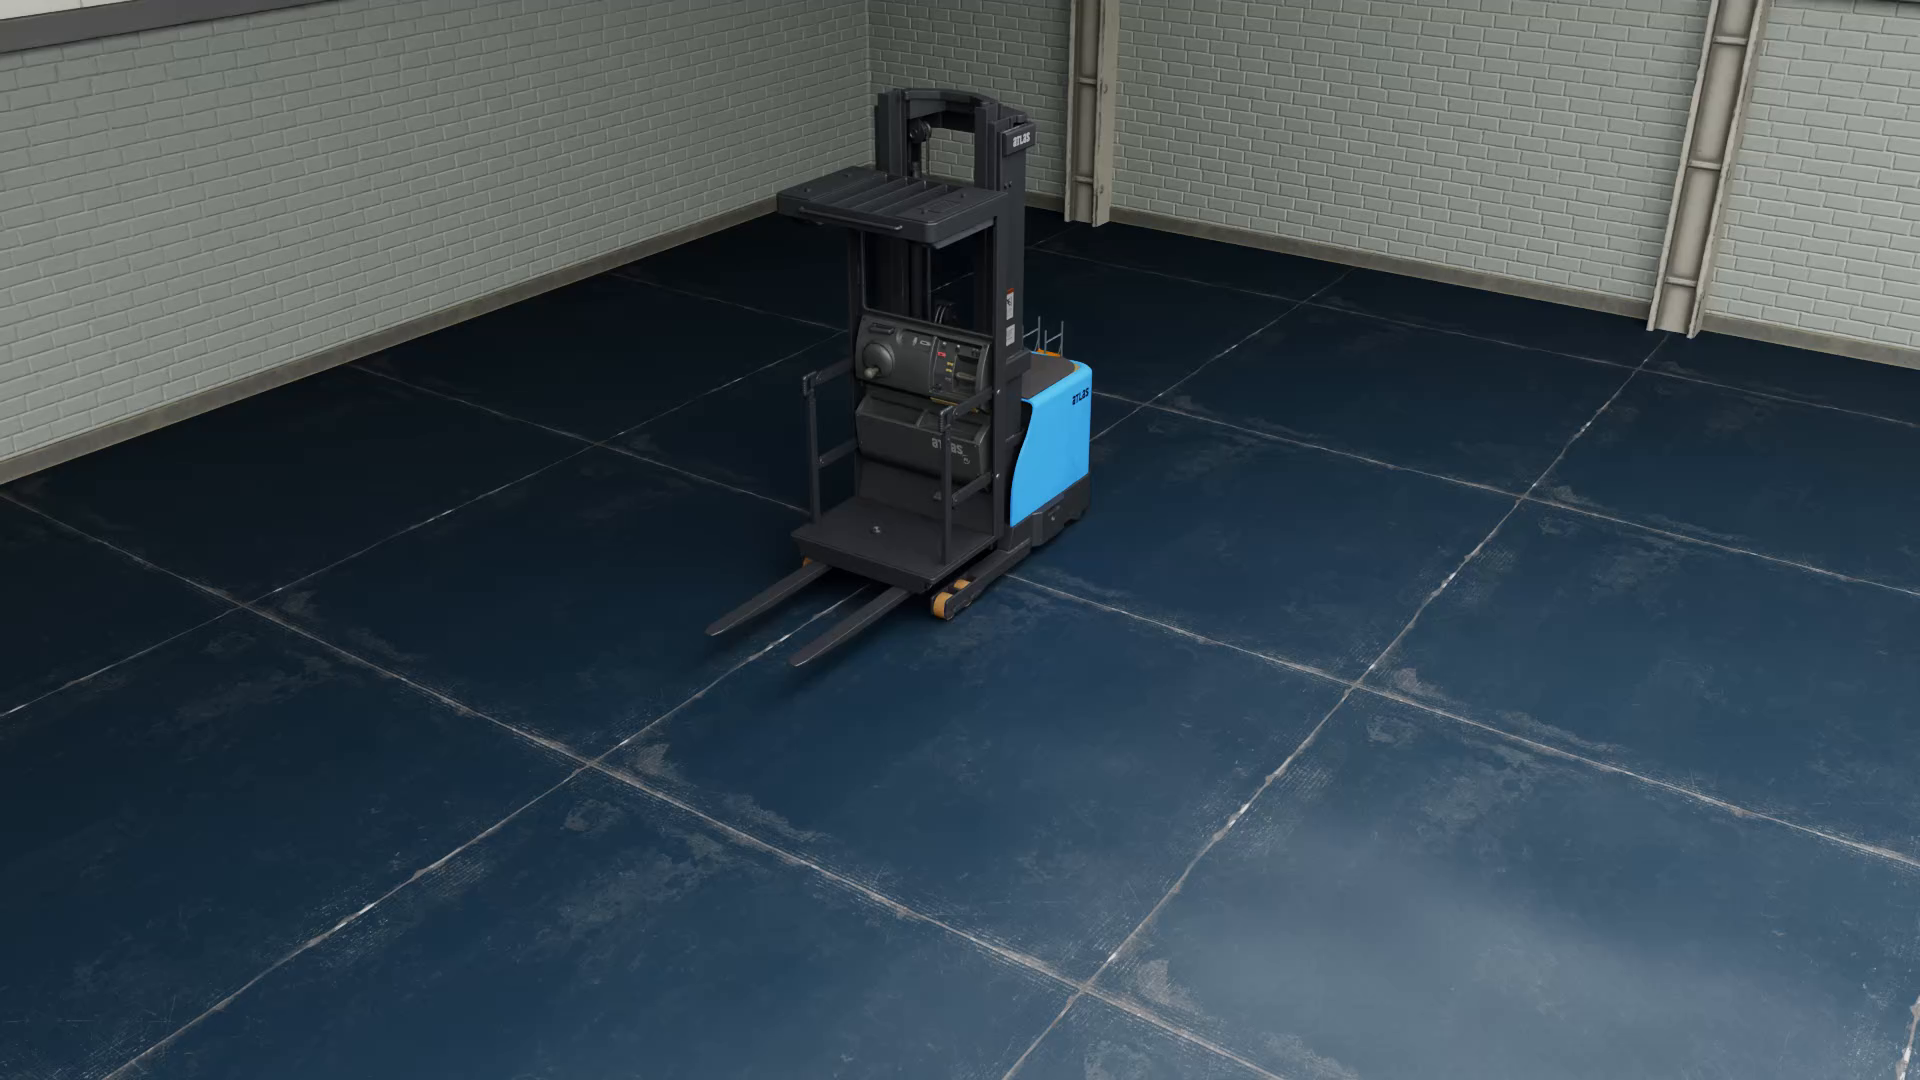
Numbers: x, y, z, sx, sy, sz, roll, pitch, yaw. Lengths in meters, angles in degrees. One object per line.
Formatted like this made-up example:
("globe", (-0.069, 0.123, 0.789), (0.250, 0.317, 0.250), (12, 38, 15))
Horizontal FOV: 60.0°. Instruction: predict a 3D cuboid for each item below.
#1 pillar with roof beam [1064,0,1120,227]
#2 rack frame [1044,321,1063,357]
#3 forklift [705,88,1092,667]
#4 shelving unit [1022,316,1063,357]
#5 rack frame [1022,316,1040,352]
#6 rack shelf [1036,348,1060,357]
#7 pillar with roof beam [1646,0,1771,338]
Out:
("pillar with roof beam", (-1.083, -5.803, 12.505), (0.400, 9.000, 9.100), (17, 32, 30))
("rack frame", (0.634, -0.906, 11.481), (0.006, 1.200, 0.240), (17, 31, 29))
("forklift", (-0.348, -1.068, 9.891), (1.130, 2.935, 3.031), (17, 31, 29))
("shelving unit", (0.557, -0.929, 11.526), (0.189, 1.200, 0.258), (17, 31, 29))
("rack frame", (0.481, -0.952, 11.571), (0.006, 1.200, 0.240), (17, 31, 29))
("rack shelf", (0.557, -1.210, 11.383), (0.180, 0.103, 0.258), (17, 31, 29))
("pillar with roof beam", (3.863, -4.262, 9.478), (0.400, 9.000, 9.100), (17, 32, 30))
